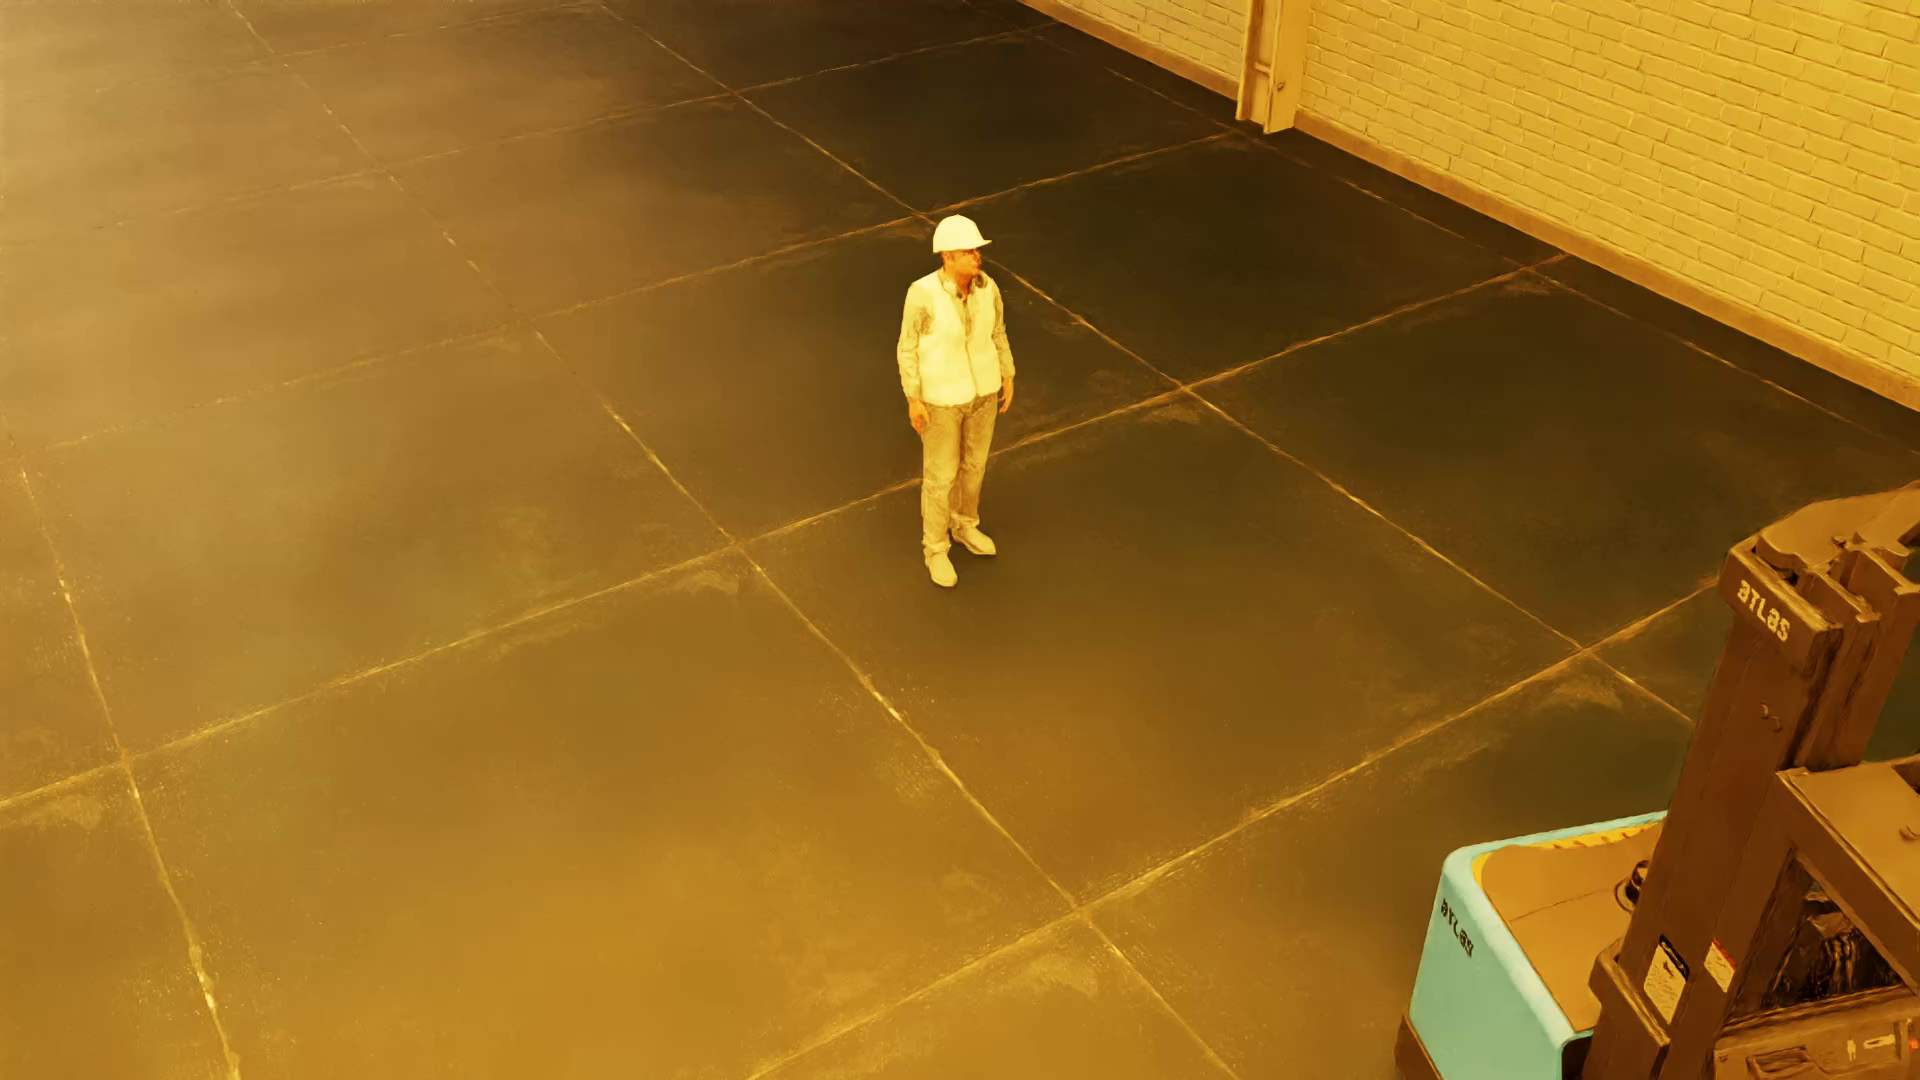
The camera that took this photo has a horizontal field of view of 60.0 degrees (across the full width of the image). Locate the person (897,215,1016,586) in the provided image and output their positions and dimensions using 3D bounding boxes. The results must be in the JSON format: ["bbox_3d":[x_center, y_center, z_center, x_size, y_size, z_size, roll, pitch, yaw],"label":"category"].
[{"bbox_3d":[0.027,-0.699,8.137,0.632,1.773,0.567,-21,40,-27],"label":"person"}]

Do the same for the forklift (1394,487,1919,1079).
[{"bbox_3d":[2.382,1.448,4.087,1.130,2.935,3.031,-8,36,-11],"label":"forklift"}]
